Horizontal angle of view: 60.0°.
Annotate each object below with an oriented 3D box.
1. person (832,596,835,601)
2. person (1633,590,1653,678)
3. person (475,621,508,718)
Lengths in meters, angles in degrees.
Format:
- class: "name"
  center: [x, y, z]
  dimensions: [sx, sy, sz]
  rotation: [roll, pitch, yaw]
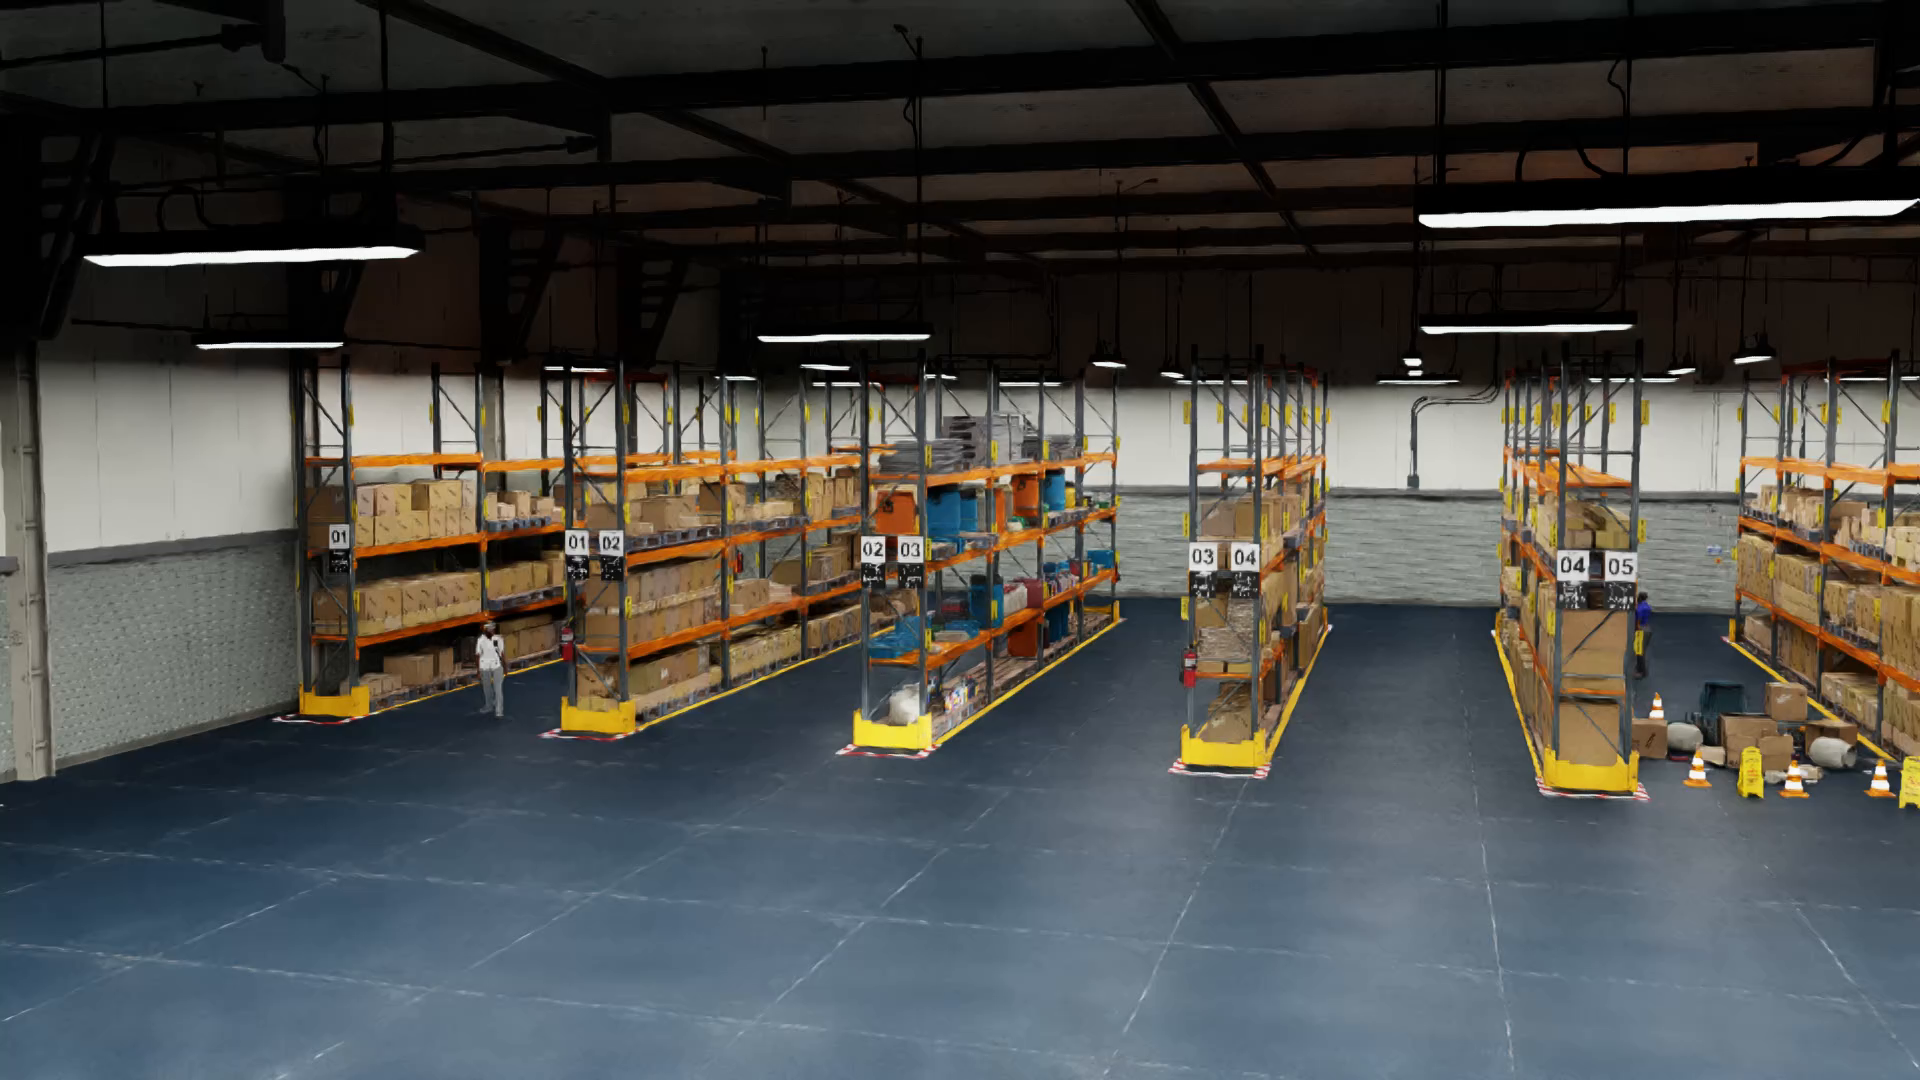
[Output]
- class: "person"
  center: [-3.471, 0.968, 43.520]
  dimensions: [0.417, 1.517, 1.037]
  rotation: [1, 5, 18]
- class: "person"
  center: [12.995, 1.783, 31.786]
  dimensions: [0.497, 1.662, 0.465]
  rotation: [-4, 6, -44]
- class: "person"
  center: [-7.804, 2.120, 27.640]
  dimensions: [0.476, 1.613, 0.939]
  rotation: [-1, 4, -7]
